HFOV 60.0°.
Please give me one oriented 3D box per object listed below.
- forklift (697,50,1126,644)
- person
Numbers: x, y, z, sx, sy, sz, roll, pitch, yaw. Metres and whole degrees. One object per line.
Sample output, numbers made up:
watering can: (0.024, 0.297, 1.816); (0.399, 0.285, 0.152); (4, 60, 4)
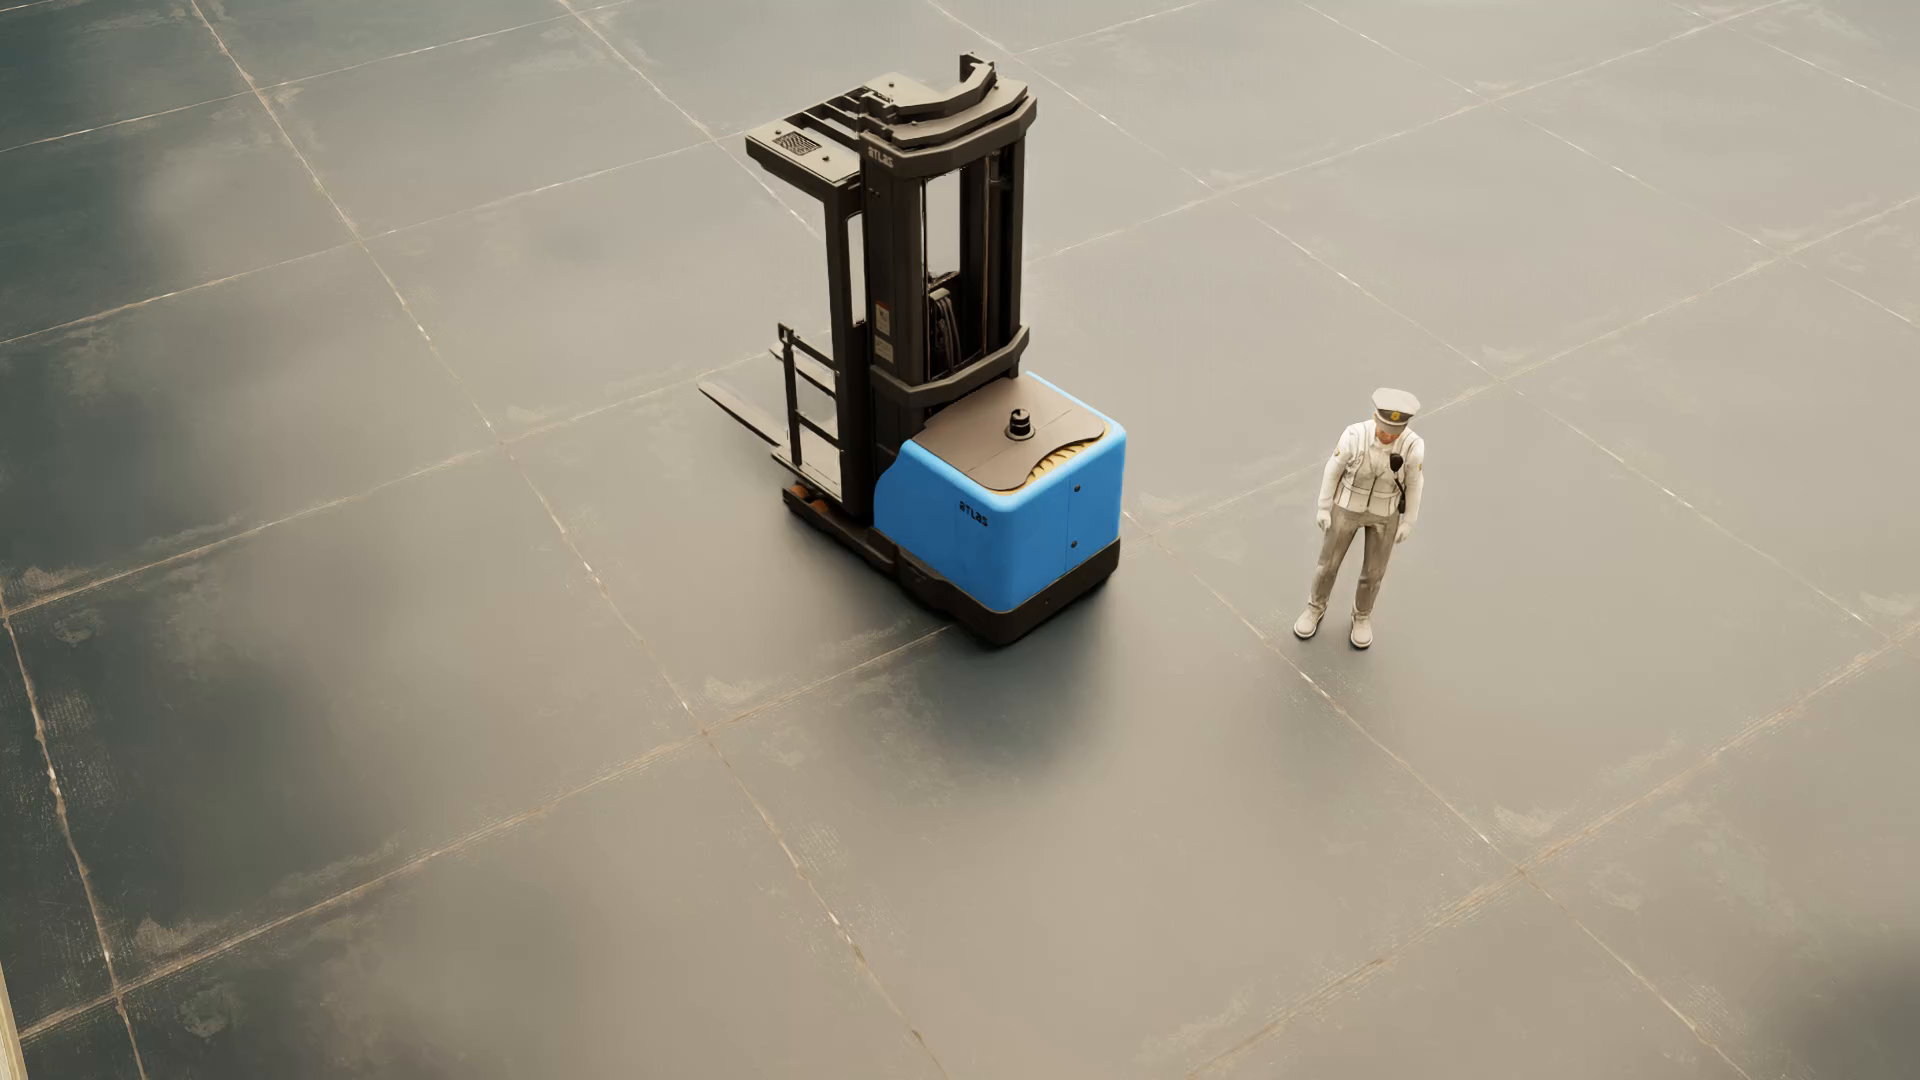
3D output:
forklift: (-0.447, -1.394, 9.466); (1.130, 2.935, 3.031); (-32, 50, -31)
person: (2.195, -0.135, 8.994); (0.534, 1.659, 0.375); (10, 42, 11)
